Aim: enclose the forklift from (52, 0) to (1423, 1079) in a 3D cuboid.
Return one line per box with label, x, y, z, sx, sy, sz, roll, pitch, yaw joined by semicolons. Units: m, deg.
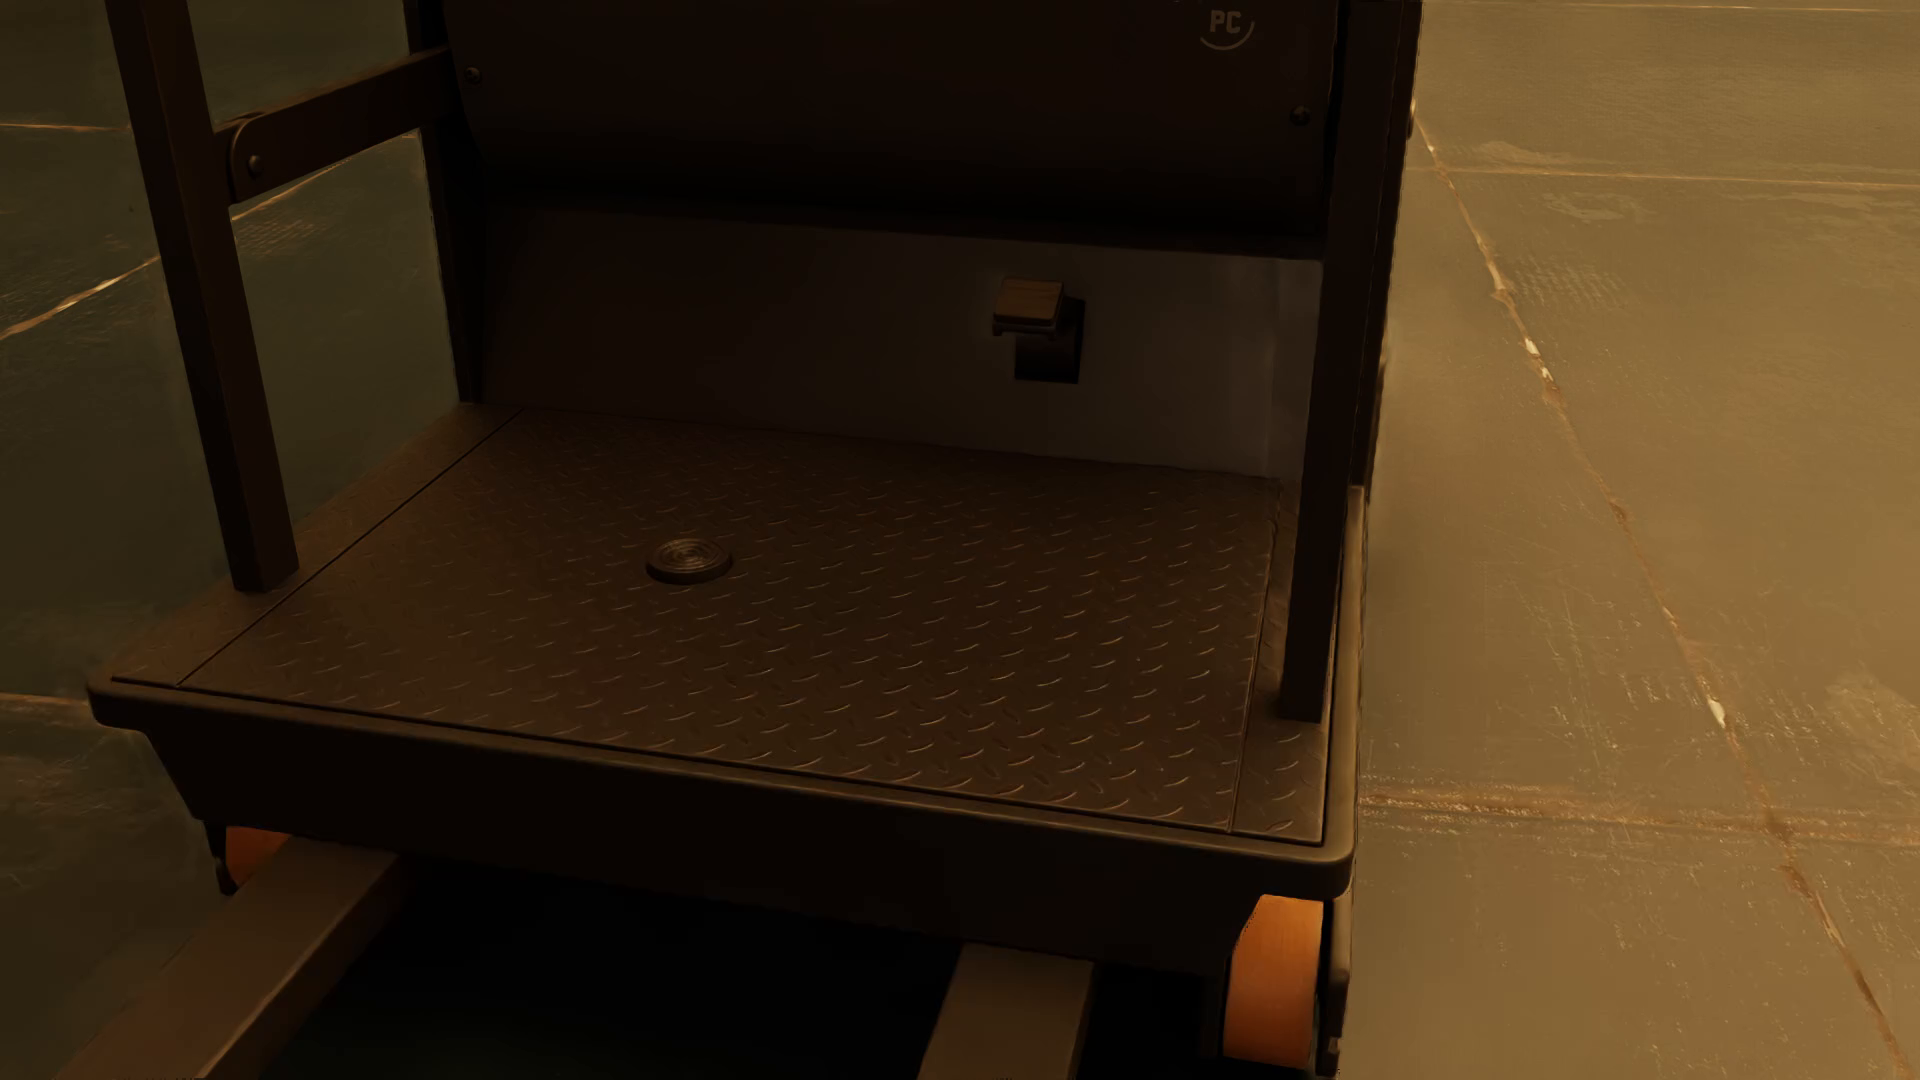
forklift;-0.132;-1.015;1.251;1.130;2.935;3.031;6;27;12
